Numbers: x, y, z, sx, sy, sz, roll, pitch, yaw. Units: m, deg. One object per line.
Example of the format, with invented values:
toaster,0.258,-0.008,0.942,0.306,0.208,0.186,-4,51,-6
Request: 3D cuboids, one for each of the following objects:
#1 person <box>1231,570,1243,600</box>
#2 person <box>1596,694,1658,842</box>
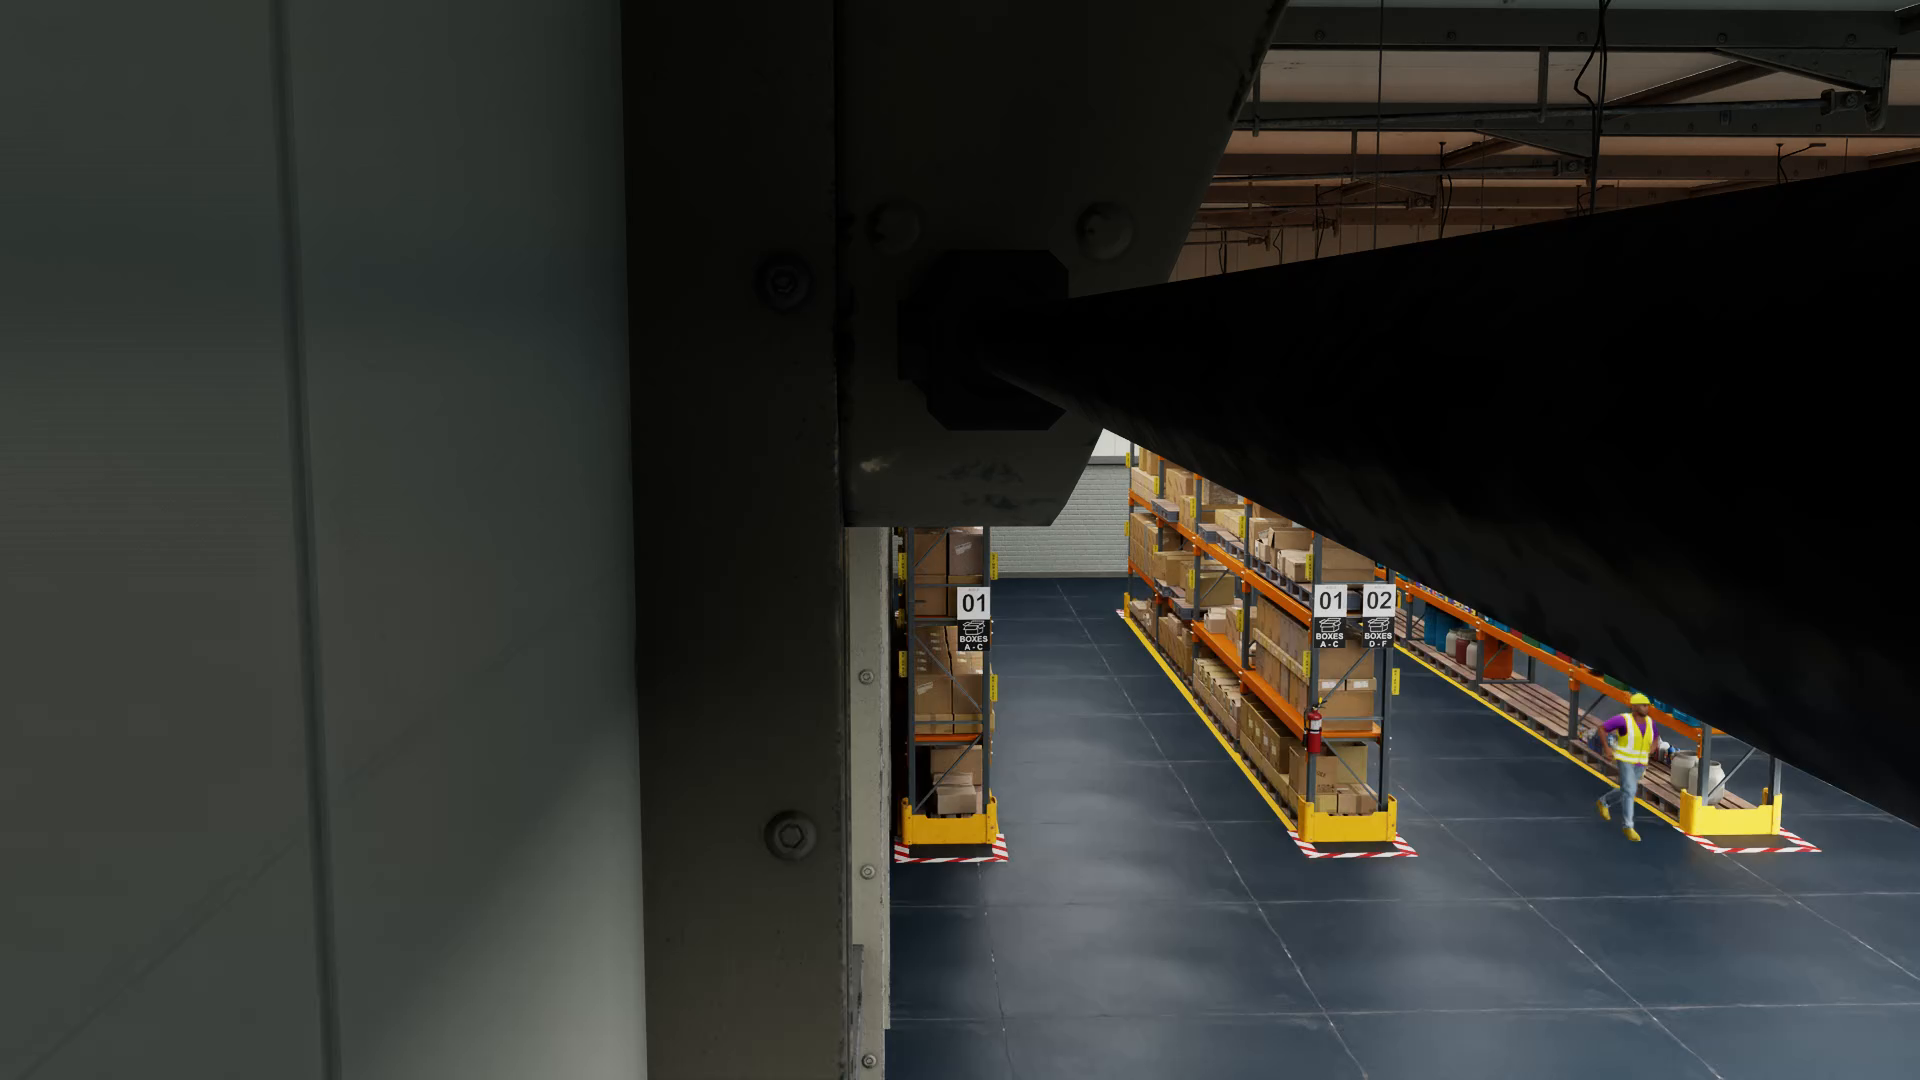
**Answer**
person,5.920,0.892,36.344,0.609,1.582,0.474,-3,8,-22
person,8.440,2.795,20.908,0.748,1.756,0.949,-2,8,-17
